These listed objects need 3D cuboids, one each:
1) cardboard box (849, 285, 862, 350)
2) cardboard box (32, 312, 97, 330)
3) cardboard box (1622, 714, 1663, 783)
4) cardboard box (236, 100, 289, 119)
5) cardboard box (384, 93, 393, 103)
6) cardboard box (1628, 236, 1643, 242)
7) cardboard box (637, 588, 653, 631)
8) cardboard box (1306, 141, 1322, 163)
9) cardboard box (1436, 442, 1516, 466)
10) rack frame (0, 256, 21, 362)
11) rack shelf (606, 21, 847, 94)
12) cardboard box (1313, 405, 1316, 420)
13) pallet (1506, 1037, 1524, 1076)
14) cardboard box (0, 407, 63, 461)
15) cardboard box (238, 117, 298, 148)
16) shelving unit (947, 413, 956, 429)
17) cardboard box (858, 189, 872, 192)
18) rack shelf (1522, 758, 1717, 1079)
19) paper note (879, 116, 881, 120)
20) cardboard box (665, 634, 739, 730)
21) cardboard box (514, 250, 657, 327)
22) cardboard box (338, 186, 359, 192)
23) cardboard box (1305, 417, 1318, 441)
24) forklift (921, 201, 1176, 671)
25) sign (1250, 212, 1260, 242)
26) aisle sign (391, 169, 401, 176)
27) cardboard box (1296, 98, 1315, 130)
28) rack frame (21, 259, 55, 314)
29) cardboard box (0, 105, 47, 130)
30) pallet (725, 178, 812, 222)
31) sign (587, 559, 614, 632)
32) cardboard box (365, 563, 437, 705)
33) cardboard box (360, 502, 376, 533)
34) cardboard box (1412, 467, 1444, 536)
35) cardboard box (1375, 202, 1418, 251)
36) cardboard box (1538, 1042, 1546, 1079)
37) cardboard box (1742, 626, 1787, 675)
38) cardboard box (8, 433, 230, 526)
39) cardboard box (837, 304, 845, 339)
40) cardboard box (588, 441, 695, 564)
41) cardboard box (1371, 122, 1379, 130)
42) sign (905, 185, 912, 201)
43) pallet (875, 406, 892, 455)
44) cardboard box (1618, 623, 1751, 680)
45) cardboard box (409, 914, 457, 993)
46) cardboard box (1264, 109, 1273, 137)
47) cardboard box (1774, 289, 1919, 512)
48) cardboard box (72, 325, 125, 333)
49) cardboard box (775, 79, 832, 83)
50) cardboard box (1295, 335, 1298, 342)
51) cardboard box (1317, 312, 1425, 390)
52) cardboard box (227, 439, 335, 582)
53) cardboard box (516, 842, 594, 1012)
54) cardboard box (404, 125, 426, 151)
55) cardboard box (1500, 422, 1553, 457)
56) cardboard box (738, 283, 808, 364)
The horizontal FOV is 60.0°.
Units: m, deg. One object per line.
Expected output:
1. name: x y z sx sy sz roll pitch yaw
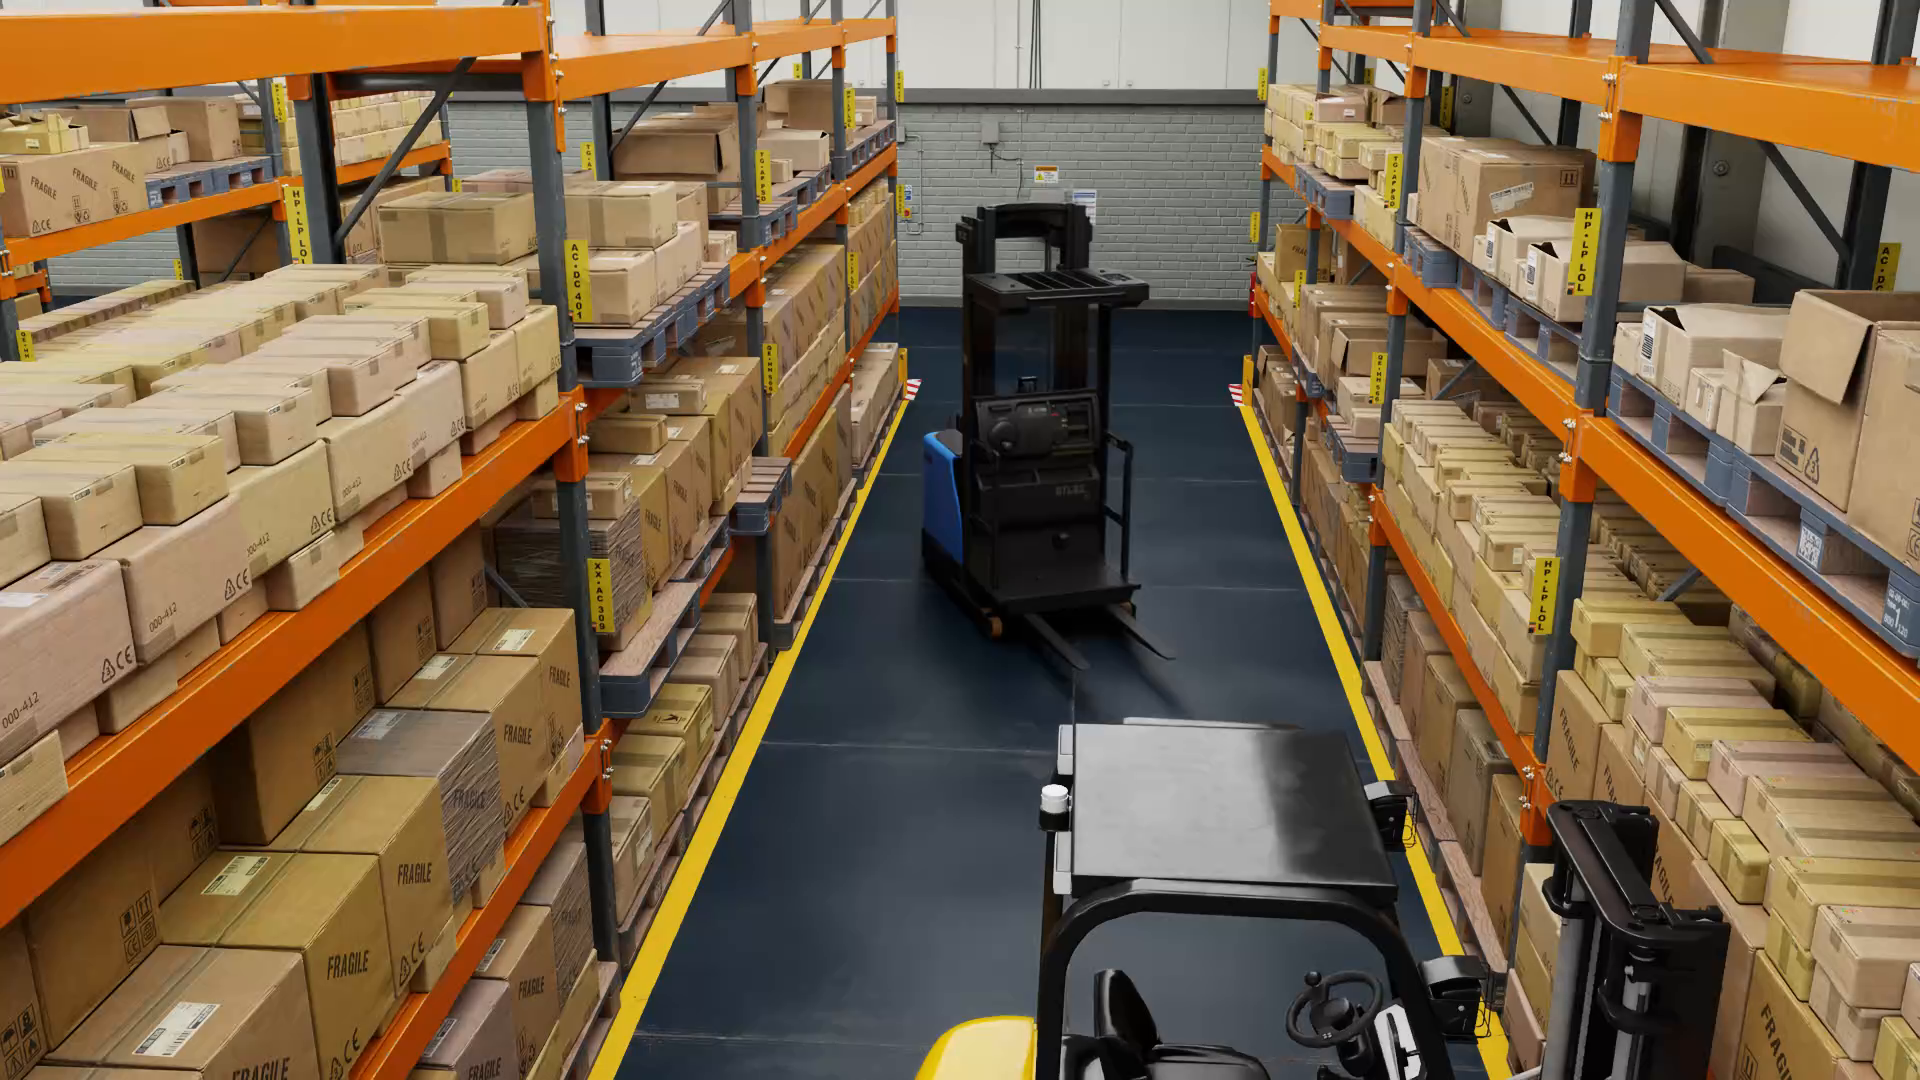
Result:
1. cardboard box: -1.188 -2.036 15.157 0.500 0.500 0.500 2 18 6
2. cardboard box: -7.022 -1.693 13.045 0.380 0.149 0.250 2 18 6
3. cardboard box: 2.510 0.720 5.705 0.380 0.149 0.250 2 18 5
4. cardboard box: -6.165 -3.793 14.663 0.380 0.149 0.250 1 18 3
5. cardboard box: -5.994 -4.525 16.896 0.380 0.149 0.250 1 18 3
6. cardboard box: 3.105 -1.395 8.085 0.380 0.166 0.250 1 18 4
7. cardboard box: -1.675 0.314 7.875 0.380 0.149 0.250 2 18 5
8. cardboard box: 2.997 -3.128 13.404 0.380 0.149 0.250 1 18 5
9. cardboard box: 2.860 -0.436 9.234 0.380 0.149 0.250 1 18 5
10. rack frame: -6.715 -0.685 11.196 1.000 3.000 0.127 1 18 4
11. rack shelf: -1.627 -3.546 12.091 1.077 0.370 4.000 1 18 4
12. cardboard box: 3.237 -1.093 14.262 0.380 0.149 0.250 1 18 3
13. pallet: 2.796 2.317 6.512 1.003 0.211 1.213 1 18 4
14. cardboard box: -2.463 -0.230 4.114 0.380 0.149 0.250 1 18 4
15. cardboard box: -6.154 -3.663 14.906 0.500 0.250 0.500 2 18 6
16. shelving unit: 0.004 -0.516 13.810 0.215 1.050 0.252 1 18 4
17. cardboard box: -1.100 -3.487 16.940 0.380 0.149 0.250 1 18 3
18. rack shelf: 2.751 1.709 5.045 1.077 0.370 4.000 1 18 4
19. paper note: -0.767 -4.052 15.974 0.006 0.032 0.123 1 18 4
20. cardboard box: -1.865 0.848 10.064 0.950 0.372 0.625 1 18 3
21. cardboard box: -1.615 -1.090 7.181 0.500 0.250 0.500 1 18 2
22. cardboard box: -6.527 -3.382 17.184 0.500 0.500 0.500 1 18 3
23. cardboard box: 3.177 -0.953 14.312 0.380 0.149 0.250 2 18 7
24. forklift: 0.631 -0.828 11.743 1.130 2.935 3.031 -6 19 -17
25. sign: 3.213 -3.404 18.105 0.100 0.325 0.005 1 18 4
26. aisle sign: -6.435 -4.434 18.464 0.394 0.787 0.004 1 18 4
27. cardboard box: 3.292 -3.792 14.820 0.500 0.250 0.500 1 18 3
28. rack frame: -11.081 -3.312 19.213 1.000 3.000 0.127 1 18 4
29. cardboard box: -6.873 -3.053 12.216 0.396 0.266 0.258 1 18 4
30. pallet: -1.700 -2.490 12.191 1.003 0.211 1.213 2 18 6
31. sign: -1.515 0.235 6.999 0.100 0.325 0.005 1 18 4
32. cardboard box: -2.363 0.262 6.061 0.700 0.500 0.500 1 18 4
33. cardboard box: -1.981 -0.087 4.957 0.380 0.149 0.250 1 18 3
34. cardboard box: 2.813 -0.213 9.192 0.500 0.250 0.500 1 18 3
35. cardboard box: 2.976 -2.015 10.679 0.500 0.250 0.500 1 18 2
36. cardboard box: 2.508 2.154 6.273 0.500 0.250 0.500 1 18 3
37. cardboard box: 3.114 0.432 6.108 0.380 0.149 0.250 1 18 2
38. cardboard box: -1.941 -0.143 3.848 0.380 0.149 0.250 1 18 4
39. cardboard box: -1.272 -1.872 14.257 0.500 0.250 0.500 1 18 4
40. cardboard box: -1.653 -0.200 8.403 0.500 0.500 0.500 1 18 4
41. cardboard box: 3.563 -3.337 13.564 0.380 0.149 0.250 1 18 3
42. sign: -0.859 -4.991 23.903 0.327 0.218 0.001 1 18 4
43. pallet: -1.266 -1.137 17.055 1.003 0.211 1.213 1 18 4
44. cardboard box: 2.665 0.425 6.129 0.380 0.149 0.250 2 18 5
45. cardboard box: -1.876 1.338 5.427 0.380 0.149 0.250 1 18 4
46. cardboard box: 3.450 -4.345 17.311 0.500 0.250 0.500 1 18 3
47. cardboard box: 2.650 -0.373 4.425 0.797 0.503 0.637 2 18 6
48. cardboard box: -6.412 -1.513 12.497 0.380 0.149 0.250 2 18 6
49. cardboard box: -1.491 -4.188 16.073 0.500 0.500 0.500 2 18 5
50. cardboard box: 3.236 -1.805 15.018 0.380 0.149 0.250 2 18 5
51. cardboard box: 3.117 -1.436 12.652 0.700 0.500 0.500 1 18 4
52. cardboard box: -1.984 -0.084 4.309 0.500 0.250 0.500 2 18 6
53. cardboard box: -1.832 1.577 6.830 0.500 0.500 0.500 1 18 3
54. cardboard box: -5.939 -4.218 17.402 0.500 0.250 0.500 1 18 4
55. cardboard box: 3.373 -0.584 9.684 0.380 0.149 0.250 1 18 4
56. cardboard box: -1.412 -1.591 12.194 0.500 0.500 0.500 2 18 5
